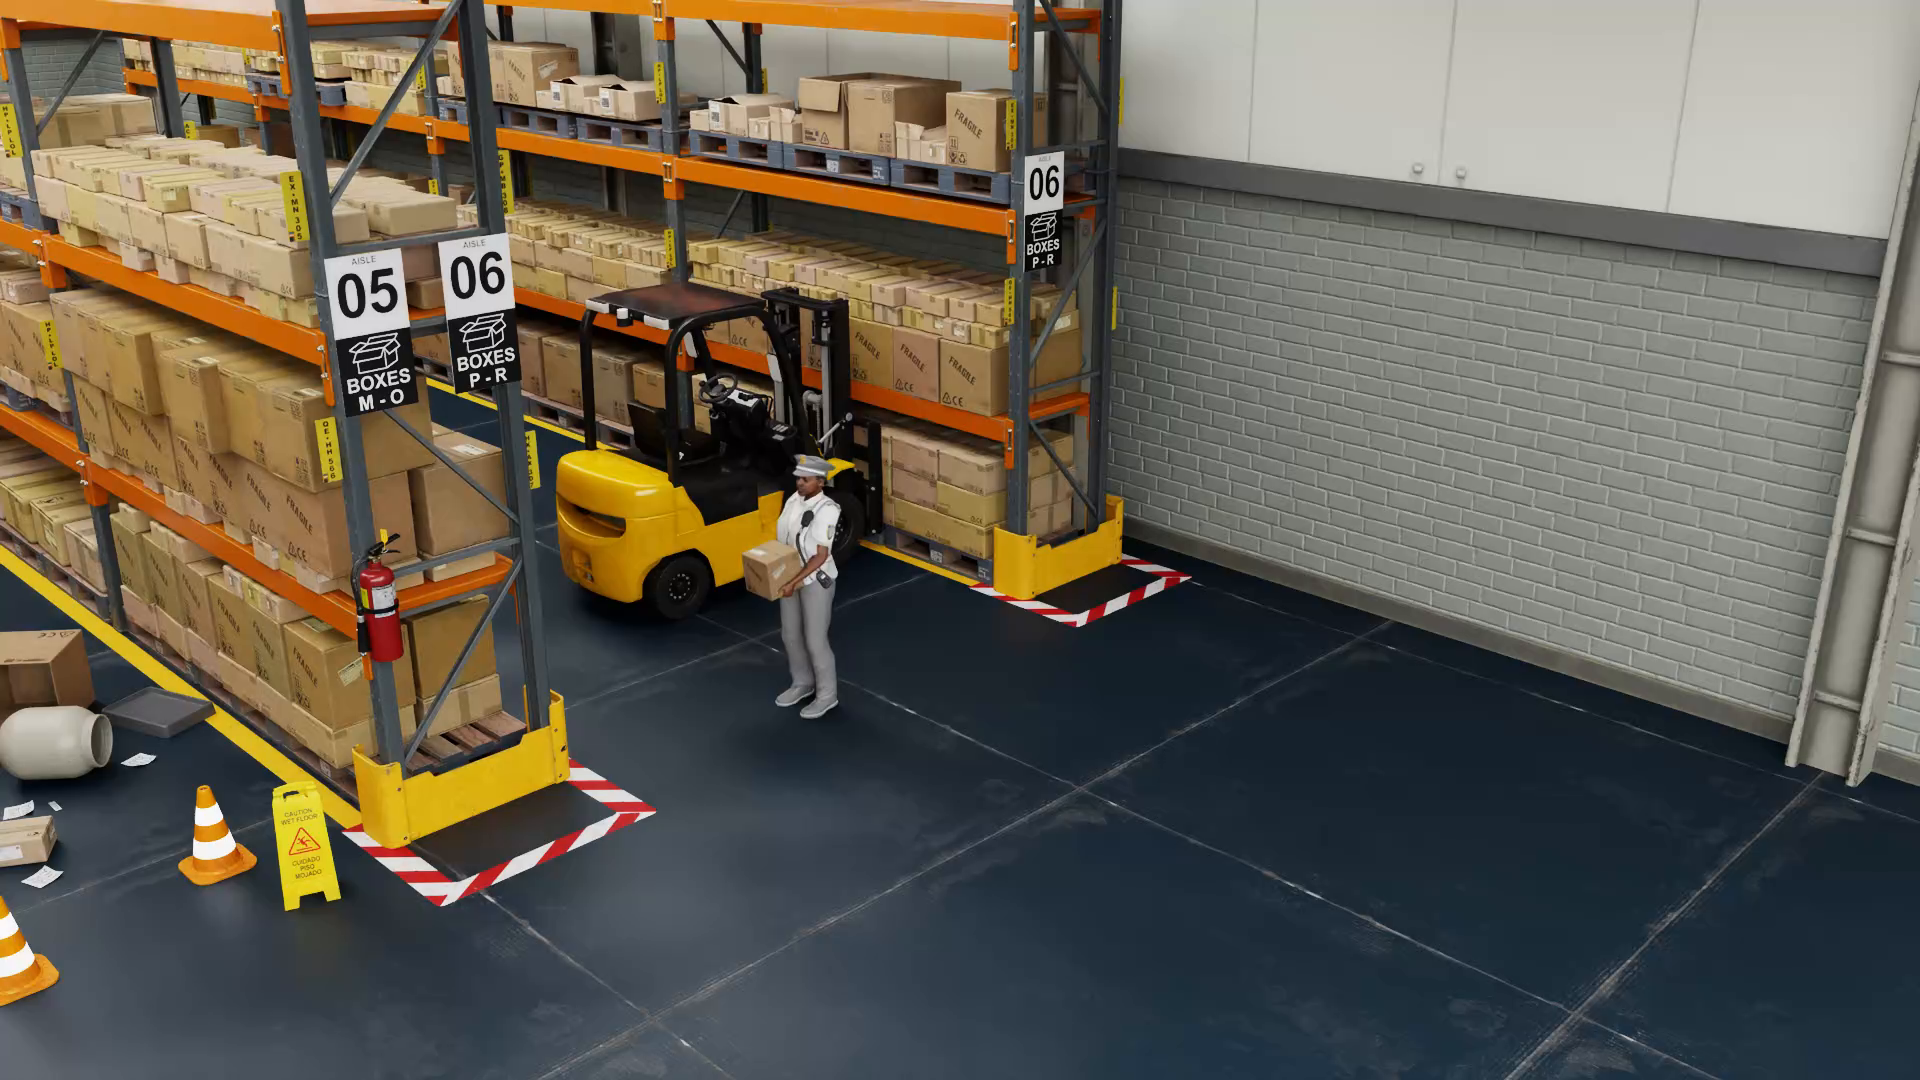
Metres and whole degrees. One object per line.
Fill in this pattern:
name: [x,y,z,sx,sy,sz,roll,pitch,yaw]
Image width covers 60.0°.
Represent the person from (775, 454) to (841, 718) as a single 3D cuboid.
person: [-1.007,0.280,10.304,0.537,1.687,0.451,-19,28,-41]
